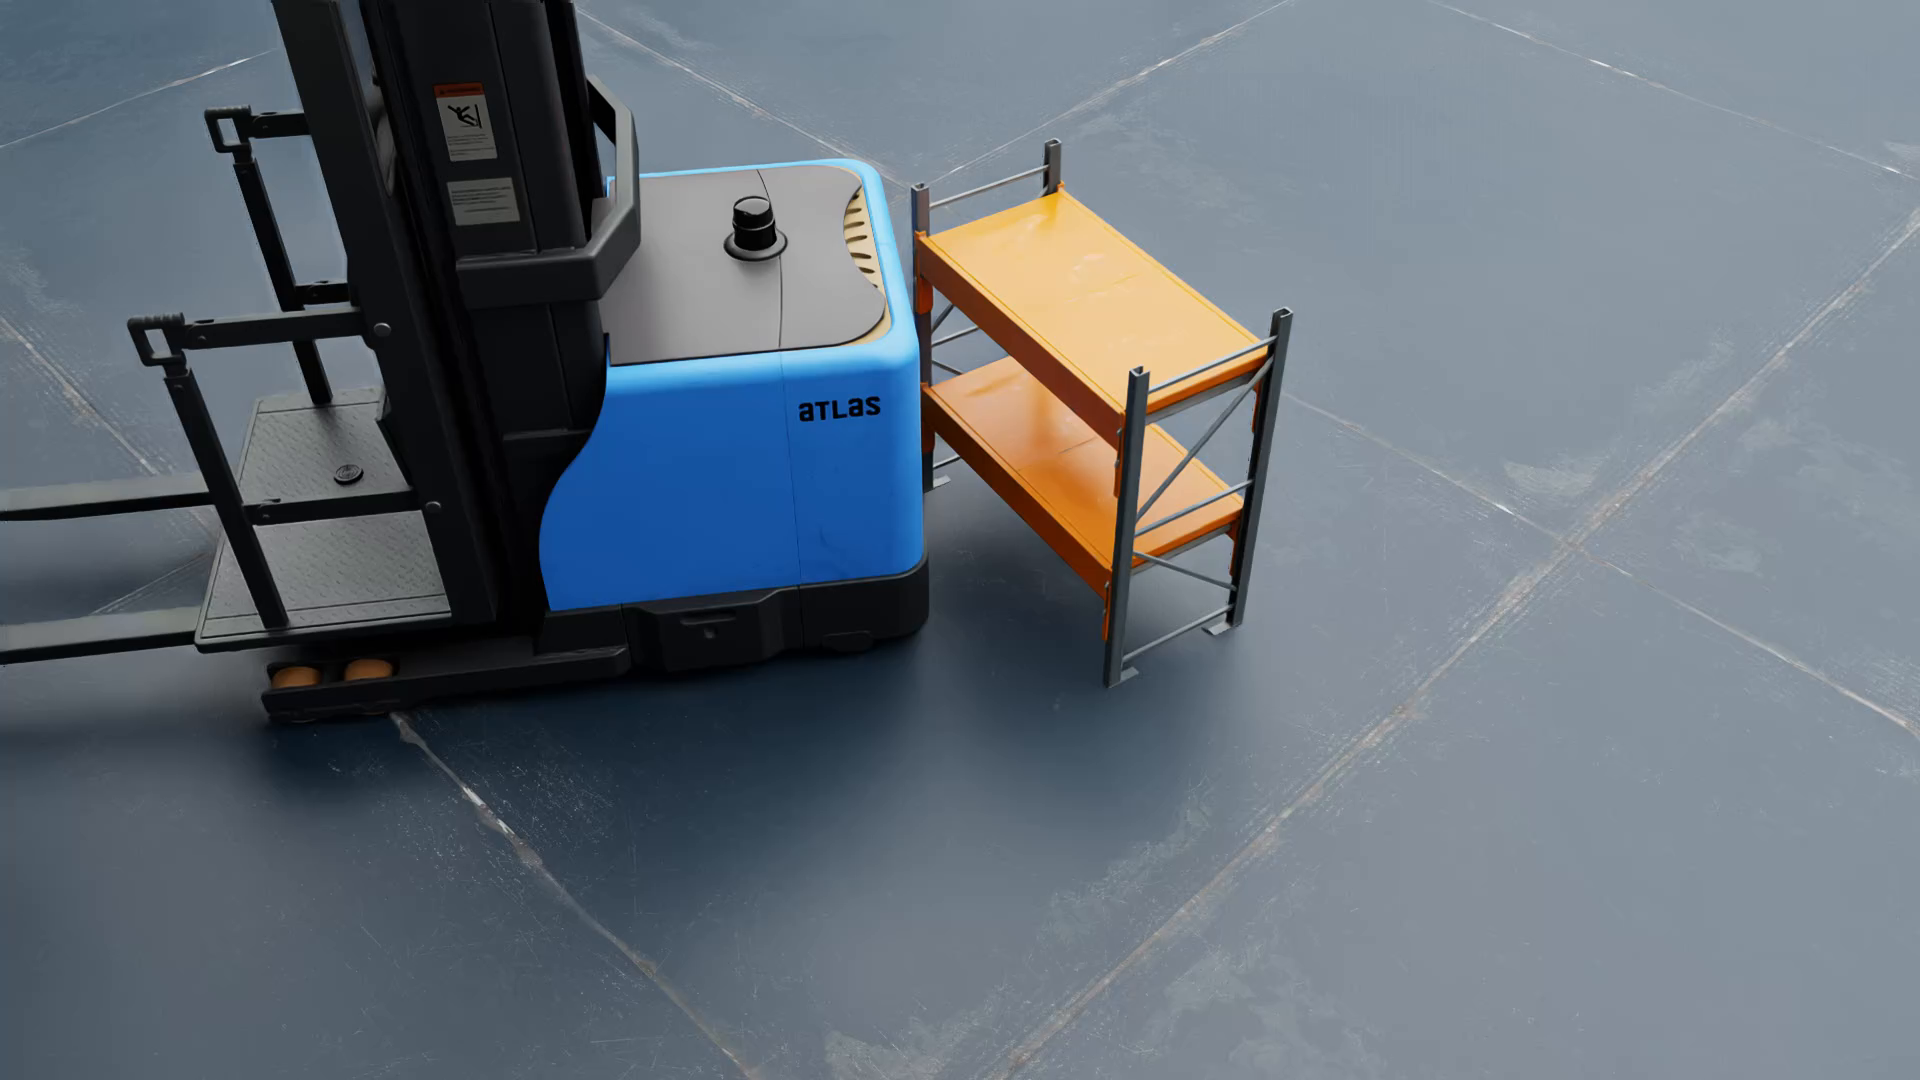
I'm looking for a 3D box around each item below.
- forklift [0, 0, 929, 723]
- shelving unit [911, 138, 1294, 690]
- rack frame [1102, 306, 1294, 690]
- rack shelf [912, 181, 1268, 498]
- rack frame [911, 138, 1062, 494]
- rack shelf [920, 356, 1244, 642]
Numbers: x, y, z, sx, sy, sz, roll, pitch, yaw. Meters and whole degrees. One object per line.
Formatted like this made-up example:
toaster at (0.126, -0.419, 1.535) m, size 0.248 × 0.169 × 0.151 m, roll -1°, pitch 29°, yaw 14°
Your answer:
forklift at (-1.653, -0.947, 4.115) m, size 3.031 × 2.935 × 1.130 m, roll -6°, pitch 43°, yaw -6°
shelving unit at (0.354, -0.373, 4.825) m, size 0.538 × 1.125 × 1.048 m, roll -24°, pitch 48°, yaw -23°
rack frame at (0.629, -0.083, 4.510) m, size 0.500 × 1.125 × 0.032 m, roll -24°, pitch 48°, yaw -23°
rack shelf at (0.354, -0.588, 4.626) m, size 0.538 × 0.278 × 1.000 m, roll -24°, pitch 48°, yaw -23°
rack frame at (0.080, -0.663, 5.139) m, size 0.500 × 1.125 × 0.032 m, roll -24°, pitch 48°, yaw -23°
rack shelf at (0.354, -0.193, 4.991) m, size 0.538 × 0.278 × 1.000 m, roll -24°, pitch 48°, yaw -23°
